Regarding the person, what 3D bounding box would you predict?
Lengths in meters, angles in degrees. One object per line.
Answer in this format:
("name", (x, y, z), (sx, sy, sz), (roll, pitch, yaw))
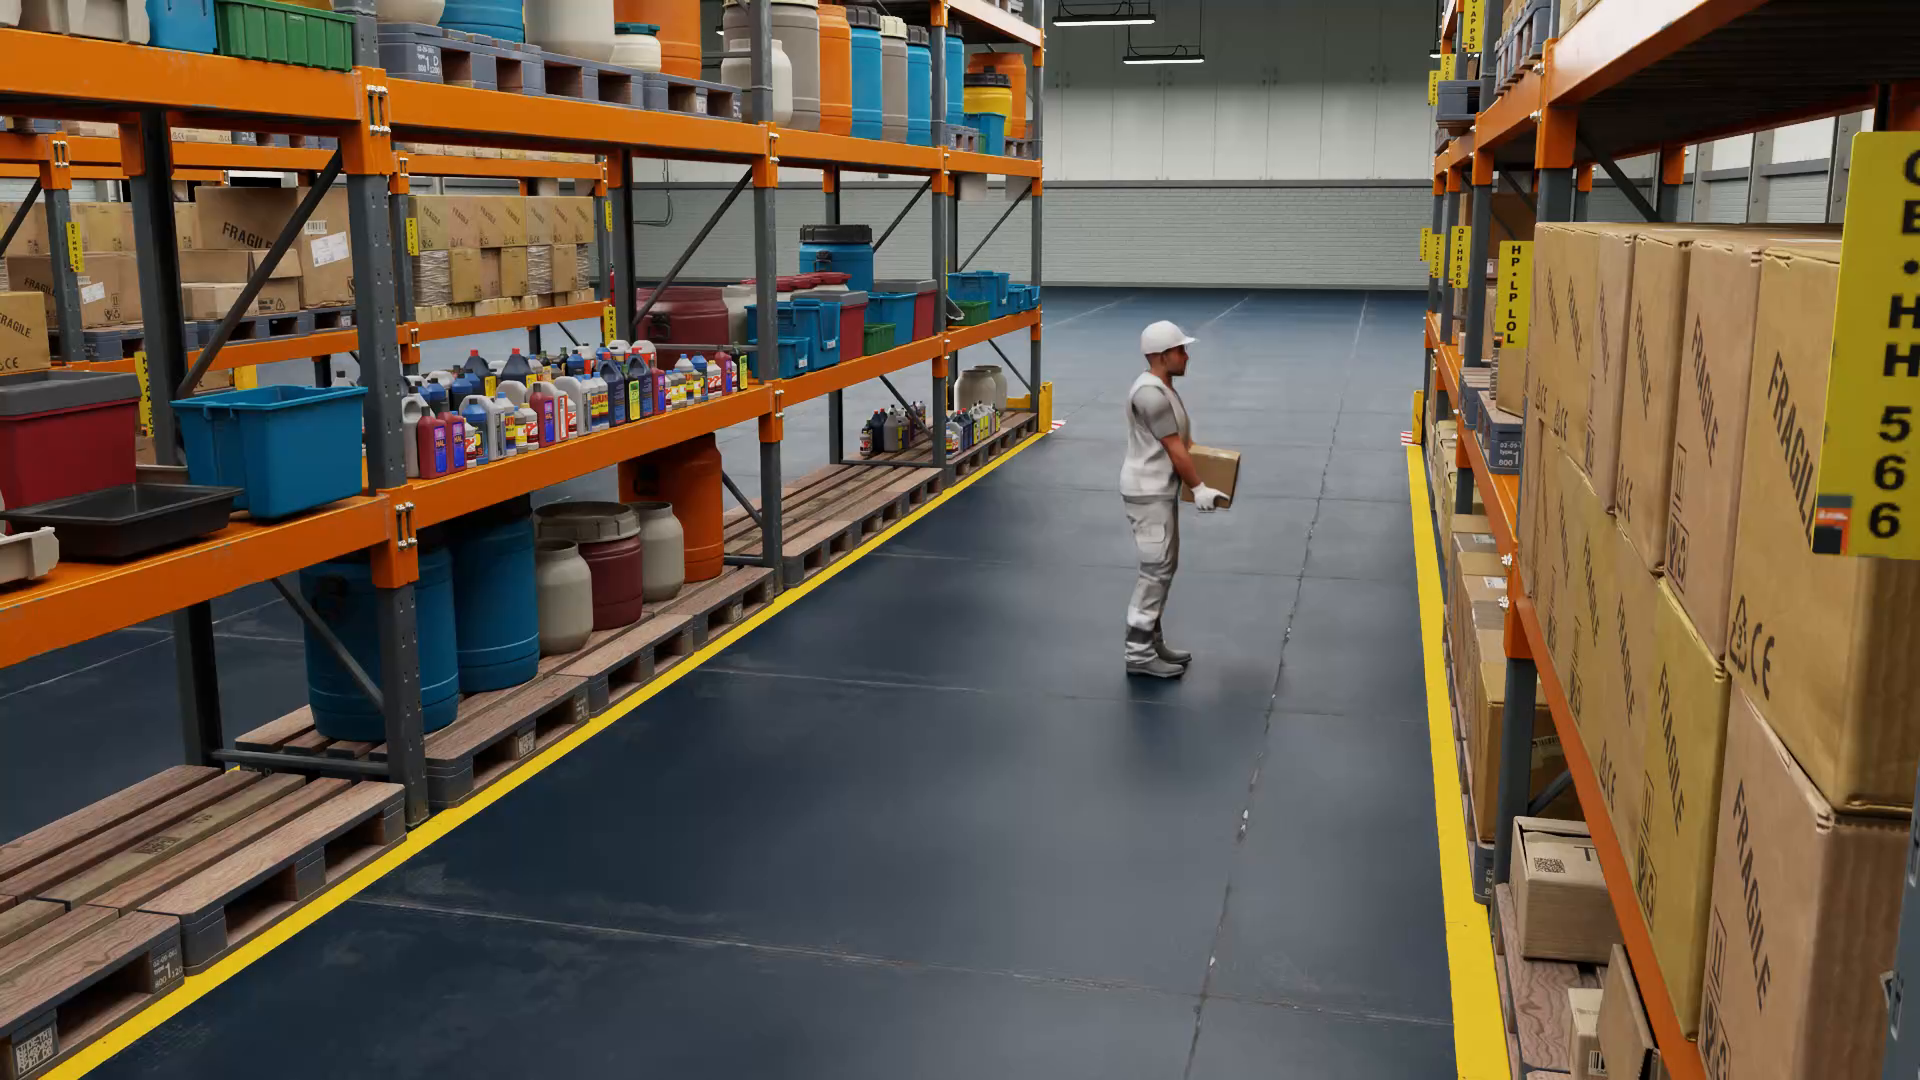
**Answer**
("person", (1.093, -0.210, 8.432), (0.565, 1.785, 0.495), (3, 12, 13))
